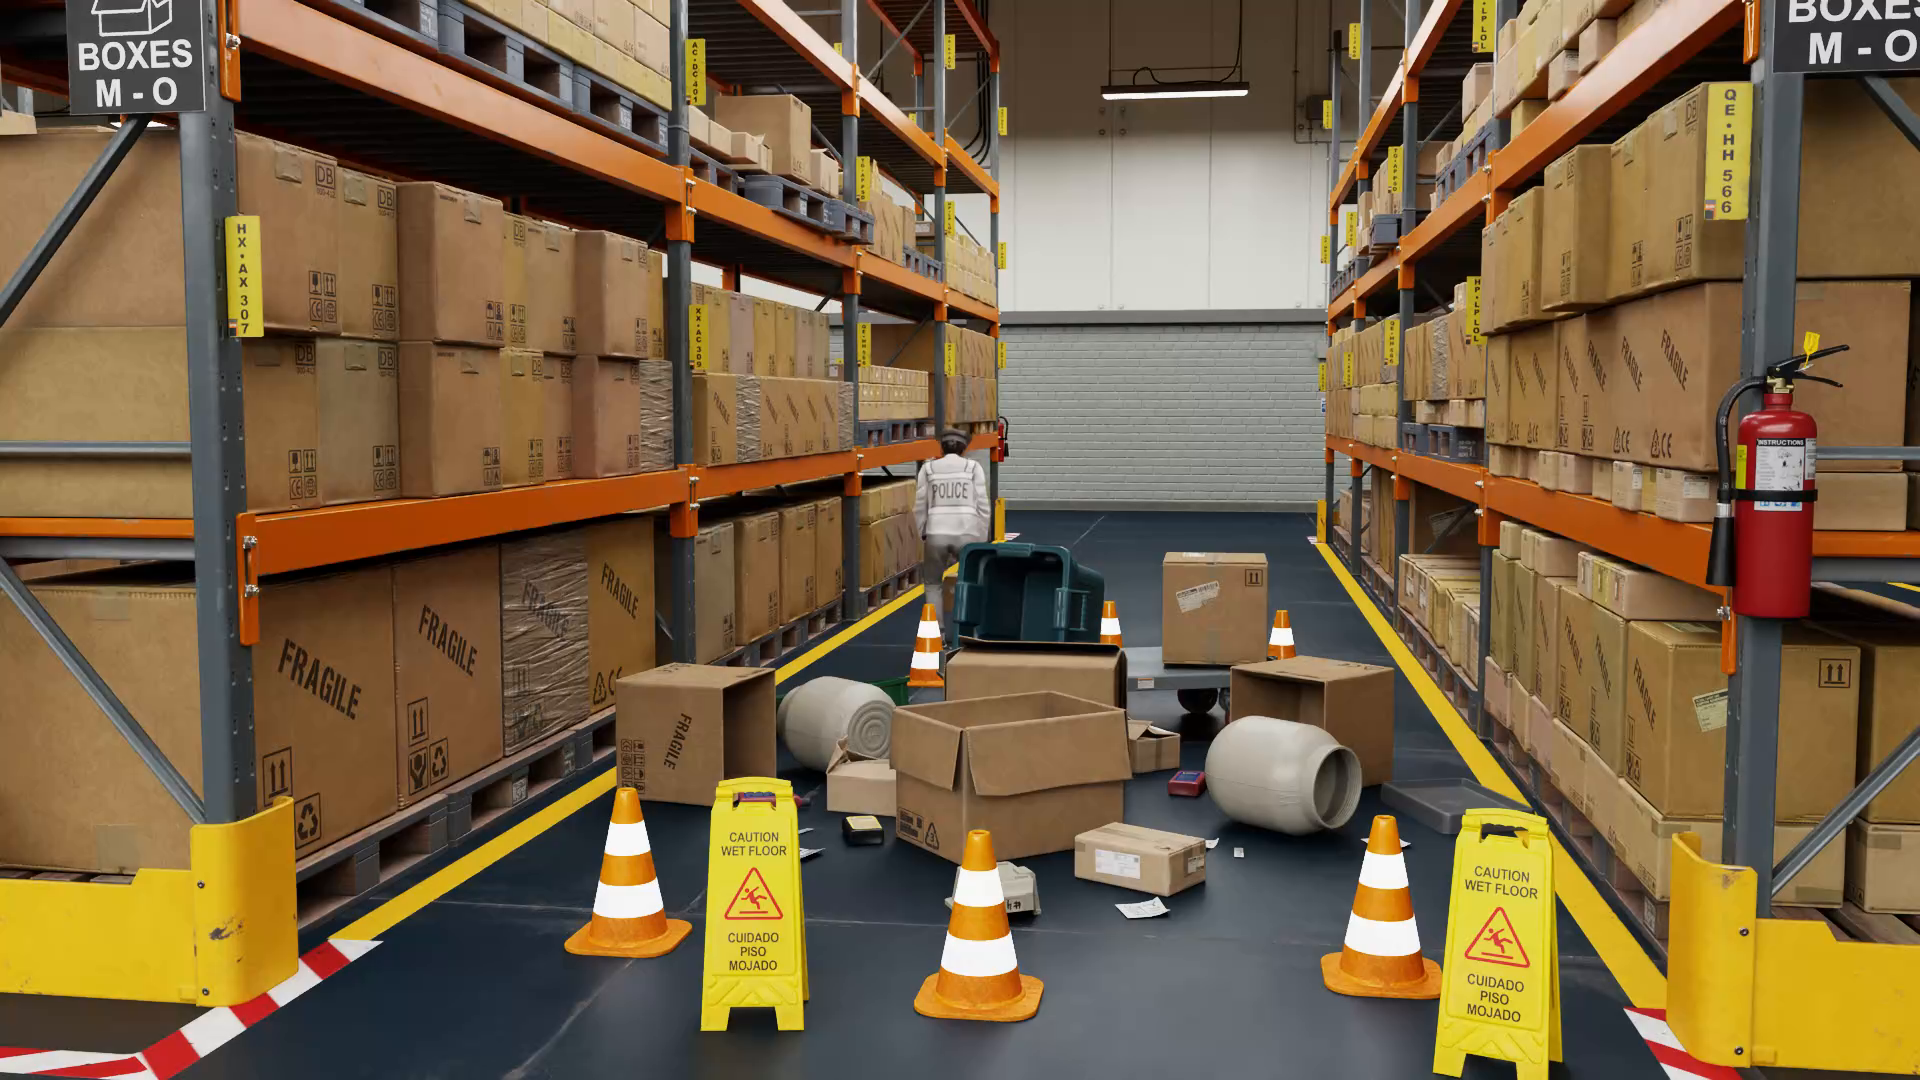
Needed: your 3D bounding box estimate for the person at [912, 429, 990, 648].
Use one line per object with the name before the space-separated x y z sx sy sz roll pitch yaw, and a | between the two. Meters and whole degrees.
person | -0.064 -0.003 11.160 0.532 1.479 0.633 1 5 9
